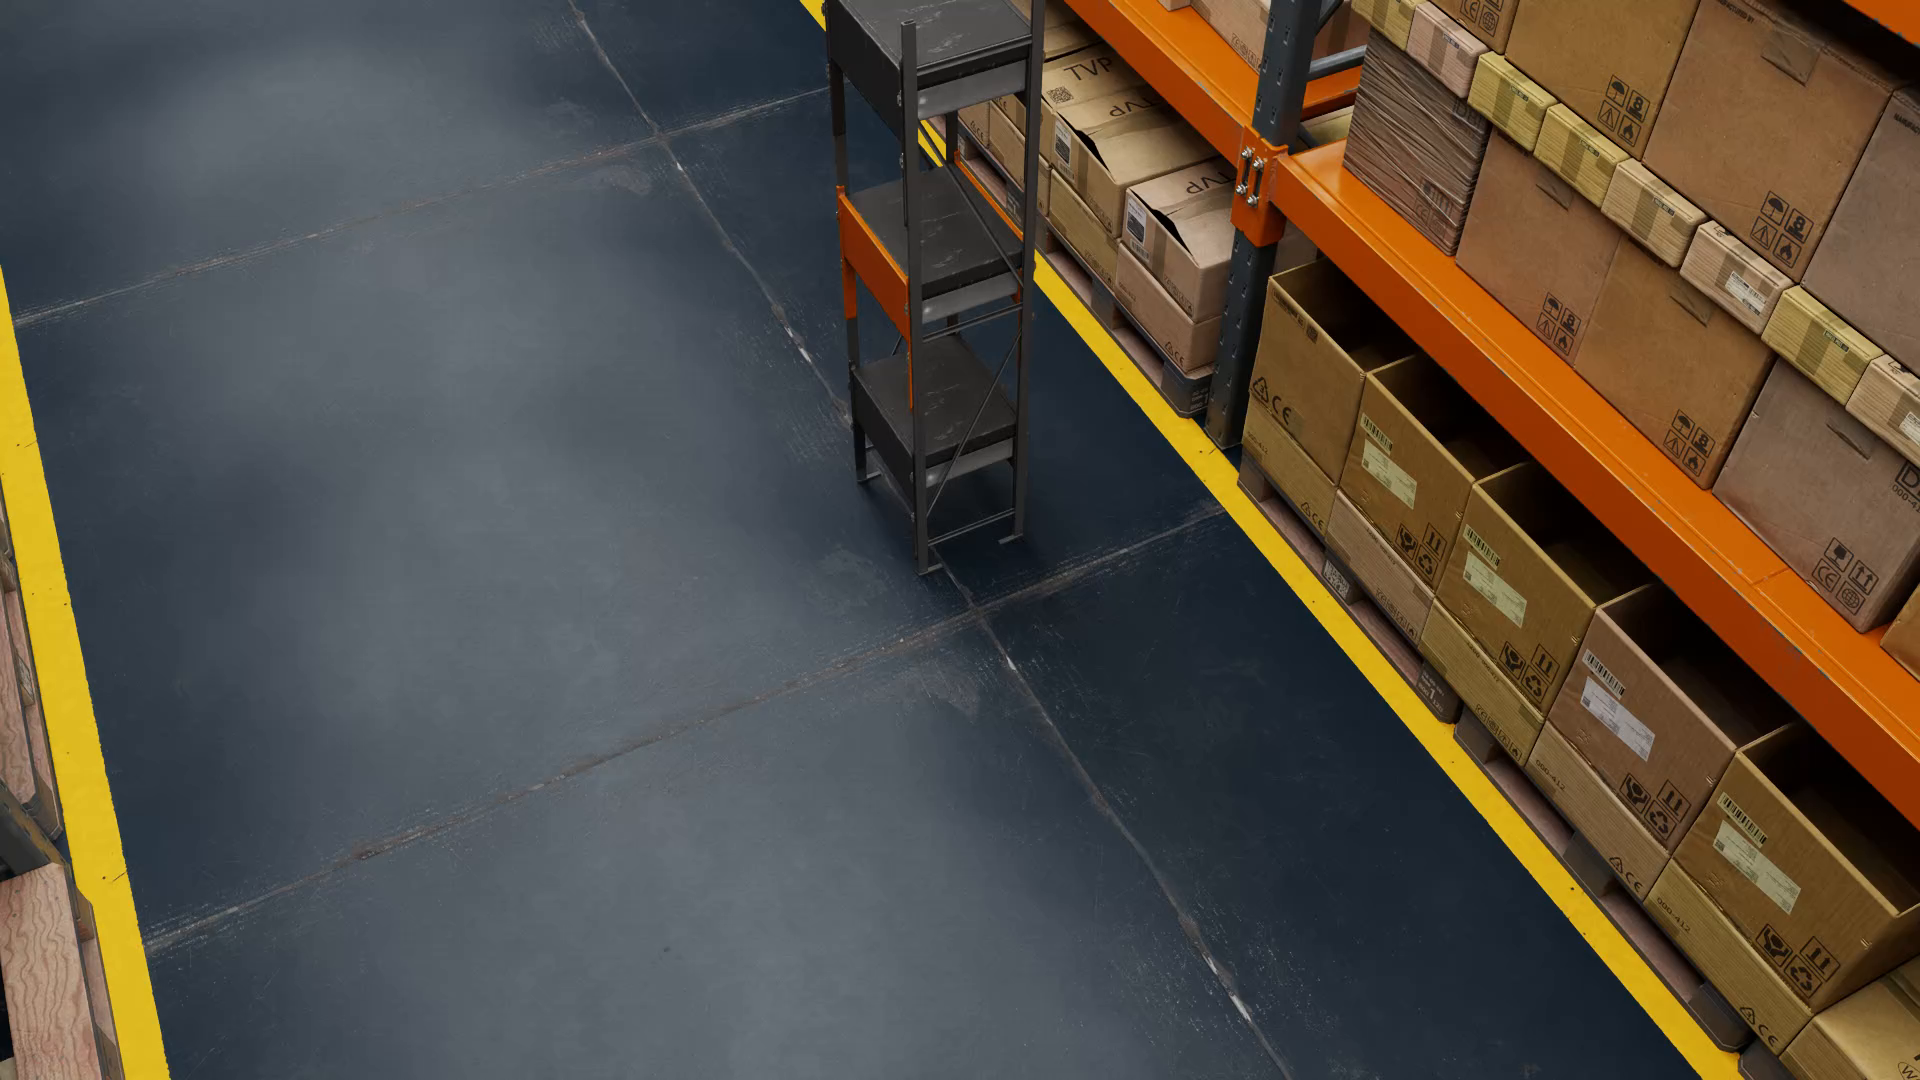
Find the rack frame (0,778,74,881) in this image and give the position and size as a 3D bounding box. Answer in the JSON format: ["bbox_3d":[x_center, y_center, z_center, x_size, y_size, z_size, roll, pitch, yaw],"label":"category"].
[{"bbox_3d":[-3.039,0.190,3.591,1.000,3.000,0.127,-21,52,-18],"label":"rack frame"}]

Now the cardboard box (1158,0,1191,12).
[{"bbox_3d":[0.798,-1.999,5.595,0.396,0.266,0.258,-22,52,-18],"label":"cardboard box"}]

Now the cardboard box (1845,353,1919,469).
[{"bbox_3d":[2.139,-0.315,3.536,0.380,0.149,0.250,-22,52,-18],"label":"cardboard box"}]

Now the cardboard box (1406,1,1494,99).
[{"bbox_3d":[1.430,-1.350,4.441,0.380,0.149,0.250,-20,52,-17],"label":"cardboard box"}]

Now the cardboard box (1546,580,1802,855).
[{"bbox_3d":[1.986,0.423,4.437,0.500,0.500,0.500,-21,52,-18],"label":"cardboard box"}]

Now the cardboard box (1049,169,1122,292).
[{"bbox_3d":[0.687,-1.268,6.414,0.500,0.250,0.500,-22,52,-18],"label":"cardboard box"}]

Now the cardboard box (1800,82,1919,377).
[{"bbox_3d":[2.262,-0.676,3.420,0.700,0.500,0.500,-21,52,-17],"label":"cardboard box"}]

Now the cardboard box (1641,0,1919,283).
[{"bbox_3d":[2.034,-1.010,3.713,0.700,0.500,0.500,-21,52,-18],"label":"cardboard box"}]

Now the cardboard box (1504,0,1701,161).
[{"bbox_3d":[1.805,-1.346,4.006,0.700,0.500,0.500,-21,52,-18],"label":"cardboard box"}]

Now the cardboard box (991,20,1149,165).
[{"bbox_3d":[0.454,-1.789,6.497,0.500,0.311,0.500,-21,52,-18],"label":"cardboard box"}]

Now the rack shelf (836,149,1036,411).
[{"bbox_3d":[-0.076,-0.793,5.067,0.431,0.518,0.480,-21,52,-18],"label":"rack shelf"}]

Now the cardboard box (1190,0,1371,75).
[{"bbox_3d":[1.100,-1.784,5.417,0.500,0.250,0.500,-18,51,-15],"label":"cardboard box"}]

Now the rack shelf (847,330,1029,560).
[{"bbox_3d":[-0.076,-0.332,5.594,0.431,0.518,0.480,-21,52,-18],"label":"rack shelf"}]

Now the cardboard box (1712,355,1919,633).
[{"bbox_3d":[2.281,-0.226,3.889,0.700,0.500,0.500,-20,52,-16],"label":"cardboard box"}]

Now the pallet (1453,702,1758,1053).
[{"bbox_3d":[2.253,0.764,4.942,1.003,0.211,1.213,-21,52,-18],"label":"pallet"}]

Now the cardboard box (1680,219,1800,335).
[{"bbox_3d":[1.908,-0.657,3.835,0.380,0.149,0.250,-23,53,-19],"label":"cardboard box"}]

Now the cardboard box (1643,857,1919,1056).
[{"bbox_3d":[2.217,1.004,4.427,0.500,0.250,0.500,-21,52,-18],"label":"cardboard box"}]

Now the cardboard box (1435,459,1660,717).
[{"bbox_3d":[1.756,0.089,4.729,0.500,0.500,0.500,-21,52,-18],"label":"cardboard box"}]

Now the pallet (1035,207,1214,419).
[{"bbox_3d":[0.992,-1.080,6.554,1.003,0.211,1.213,-21,52,-18],"label":"pallet"}]

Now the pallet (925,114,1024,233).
[{"bbox_3d":[0.430,-1.898,7.269,1.003,0.211,1.213,-21,52,-18],"label":"pallet"}]

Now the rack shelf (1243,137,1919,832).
[{"bbox_3d":[2.279,0.057,4.185,1.077,0.370,4.000,-21,52,-18],"label":"rack shelf"}]

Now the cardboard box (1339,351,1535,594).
[{"bbox_3d":[1.534,-0.248,5.024,0.500,0.500,0.500,-21,52,-18],"label":"cardboard box"}]

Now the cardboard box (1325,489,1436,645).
[{"bbox_3d":[1.531,0.000,5.305,0.500,0.250,0.500,-21,52,-18],"label":"cardboard box"}]

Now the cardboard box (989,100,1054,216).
[{"bbox_3d":[0.452,-1.611,6.714,0.500,0.250,0.500,-20,52,-17],"label":"cardboard box"}]

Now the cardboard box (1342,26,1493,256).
[{"bbox_3d":[1.573,-1.257,4.790,0.700,0.500,0.500,-22,53,-18],"label":"cardboard box"}]

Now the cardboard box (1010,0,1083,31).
[{"bbox_3d":[0.227,-2.127,6.793,0.500,0.311,0.500,-22,52,-18],"label":"cardboard box"}]

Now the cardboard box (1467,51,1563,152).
[{"bbox_3d":[1.550,-1.178,4.290,0.380,0.149,0.250,-22,53,-18],"label":"cardboard box"}]

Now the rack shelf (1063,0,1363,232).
[{"bbox_3d":[0.449,-2.620,6.527,1.077,0.370,4.000,-21,52,-18],"label":"rack shelf"}]

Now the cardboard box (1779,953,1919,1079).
[{"bbox_3d":[2.447,1.338,4.135,0.500,0.250,0.500,-21,52,-18],"label":"cardboard box"}]

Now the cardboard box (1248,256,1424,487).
[{"bbox_3d":[1.298,-0.580,5.314,0.500,0.500,0.500,-21,52,-18],"label":"cardboard box"}]

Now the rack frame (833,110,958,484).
[{"bbox_3d":[-0.187,-0.965,5.199,0.400,2.100,0.015,-21,52,-18],"label":"rack frame"}]

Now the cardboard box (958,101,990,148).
[{"bbox_3d":[0.221,-1.952,7.012,0.500,0.250,0.500,-20,52,-17],"label":"cardboard box"}]

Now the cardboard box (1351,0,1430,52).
[{"bbox_3d":[1.315,-1.518,4.588,0.380,0.149,0.250,-21,52,-18],"label":"cardboard box"}]

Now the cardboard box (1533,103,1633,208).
[{"bbox_3d":[1.671,-1.003,4.137,0.380,0.149,0.250,-22,52,-18],"label":"cardboard box"}]

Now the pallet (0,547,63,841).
[{"bbox_3d":[-3.396,0.588,5.096,1.003,0.211,1.213,-21,52,-18],"label":"pallet"}]

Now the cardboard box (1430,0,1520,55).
[{"bbox_3d":[1.573,-1.684,4.301,0.700,0.500,0.500,-21,52,-17],"label":"cardboard box"}]

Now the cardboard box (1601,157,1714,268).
[{"bbox_3d":[1.783,-0.835,3.990,0.380,0.149,0.250,-23,53,-19],"label":"cardboard box"}]

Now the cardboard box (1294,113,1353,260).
[{"bbox_3d":[1.396,-1.298,6.068,0.500,0.311,0.500,-21,52,-17],"label":"cardboard box"}]

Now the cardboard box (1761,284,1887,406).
[{"bbox_3d":[2.027,-0.483,3.682,0.380,0.149,0.250,-22,52,-18],"label":"cardboard box"}]

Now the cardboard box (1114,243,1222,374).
[{"bbox_3d":[0.917,-0.929,6.118,0.500,0.250,0.500,-22,52,-18],"label":"cardboard box"}]

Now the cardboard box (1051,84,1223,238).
[{"bbox_3d":[0.680,-1.454,6.204,0.500,0.311,0.500,-20,52,-17],"label":"cardboard box"}]

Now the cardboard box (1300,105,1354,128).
[{"bbox_3d":[1.172,-1.635,6.363,0.500,0.311,0.500,-22,52,-18],"label":"cardboard box"}]

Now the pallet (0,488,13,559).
[{"bbox_3d":[-3.959,-0.230,5.811,1.003,0.211,1.213,-21,52,-18],"label":"pallet"}]

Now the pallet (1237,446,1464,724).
[{"bbox_3d":[1.691,-0.054,5.657,1.003,0.211,1.213,-21,52,-18],"label":"pallet"}]

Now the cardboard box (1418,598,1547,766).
[{"bbox_3d":[1.755,0.336,5.011,0.500,0.250,0.500,-21,52,-18],"label":"cardboard box"}]

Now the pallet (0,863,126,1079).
[{"bbox_3d":[-2.700,1.546,4.258,1.003,0.211,1.213,-21,52,-18],"label":"pallet"}]

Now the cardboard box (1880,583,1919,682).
[{"bbox_3d":[2.526,0.125,3.582,0.700,0.500,0.500,-21,52,-17],"label":"cardboard box"}]

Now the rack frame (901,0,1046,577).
[{"bbox_3d":[0.036,-0.639,4.914,0.400,2.100,0.015,-21,52,-18],"label":"rack frame"}]

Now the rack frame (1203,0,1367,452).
[{"bbox_3d":[1.364,-1.518,5.085,1.000,3.000,0.127,-21,52,-18],"label":"rack frame"}]

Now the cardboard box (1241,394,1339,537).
[{"bbox_3d":[1.307,-0.337,5.599,0.500,0.250,0.500,-21,52,-18],"label":"cardboard box"}]

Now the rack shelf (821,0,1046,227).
[{"bbox_3d":[-0.076,-1.254,4.540,0.431,0.518,0.480,-21,52,-18],"label":"rack shelf"}]

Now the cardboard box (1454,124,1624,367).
[{"bbox_3d":[1.820,-0.906,4.483,0.700,0.500,0.500,-22,52,-18],"label":"cardboard box"}]

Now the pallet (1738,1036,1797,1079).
[{"bbox_3d":[2.807,1.579,4.228,1.003,0.211,1.213,-21,52,-18],"label":"pallet"}]

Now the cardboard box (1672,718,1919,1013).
[{"bbox_3d":[2.214,0.758,4.144,0.500,0.500,0.500,-21,52,-18],"label":"cardboard box"}]

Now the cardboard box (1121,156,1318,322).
[{"bbox_3d":[0.924,-1.108,5.902,0.500,0.311,0.500,-21,52,-18],"label":"cardboard box"}]

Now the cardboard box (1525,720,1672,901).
[{"bbox_3d":[1.989,0.669,4.720,0.500,0.250,0.500,-21,52,-18],"label":"cardboard box"}]

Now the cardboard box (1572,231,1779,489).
[{"bbox_3d":[2.046,-0.569,4.188,0.700,0.500,0.500,-20,52,-17],"label":"cardboard box"}]

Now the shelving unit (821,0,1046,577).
[{"bbox_3d":[-0.076,-0.802,5.057,0.431,2.100,0.503,-21,52,-18],"label":"shelving unit"}]
